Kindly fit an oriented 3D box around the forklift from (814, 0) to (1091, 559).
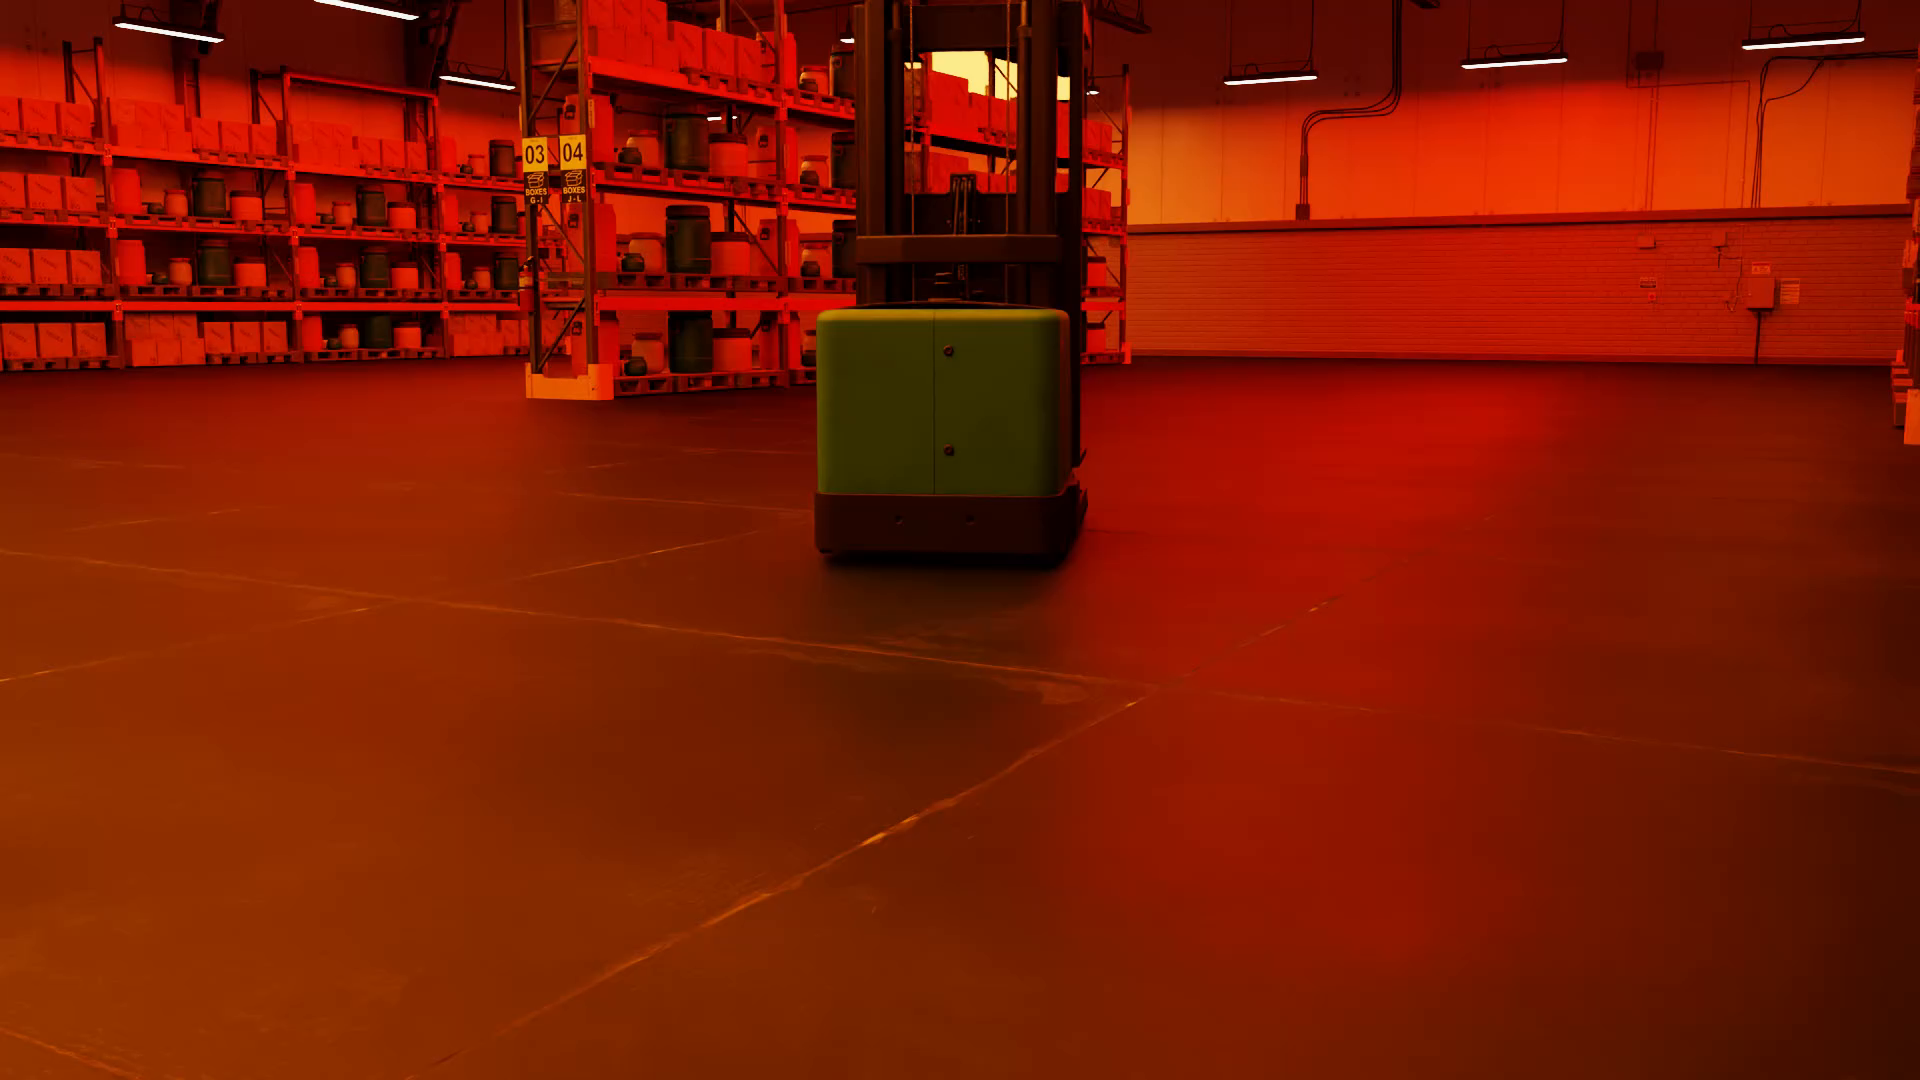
[{"bbox_3d":[0.072,-1.535,8.212,1.130,2.935,3.031,1,8,7],"label":"forklift"}]
